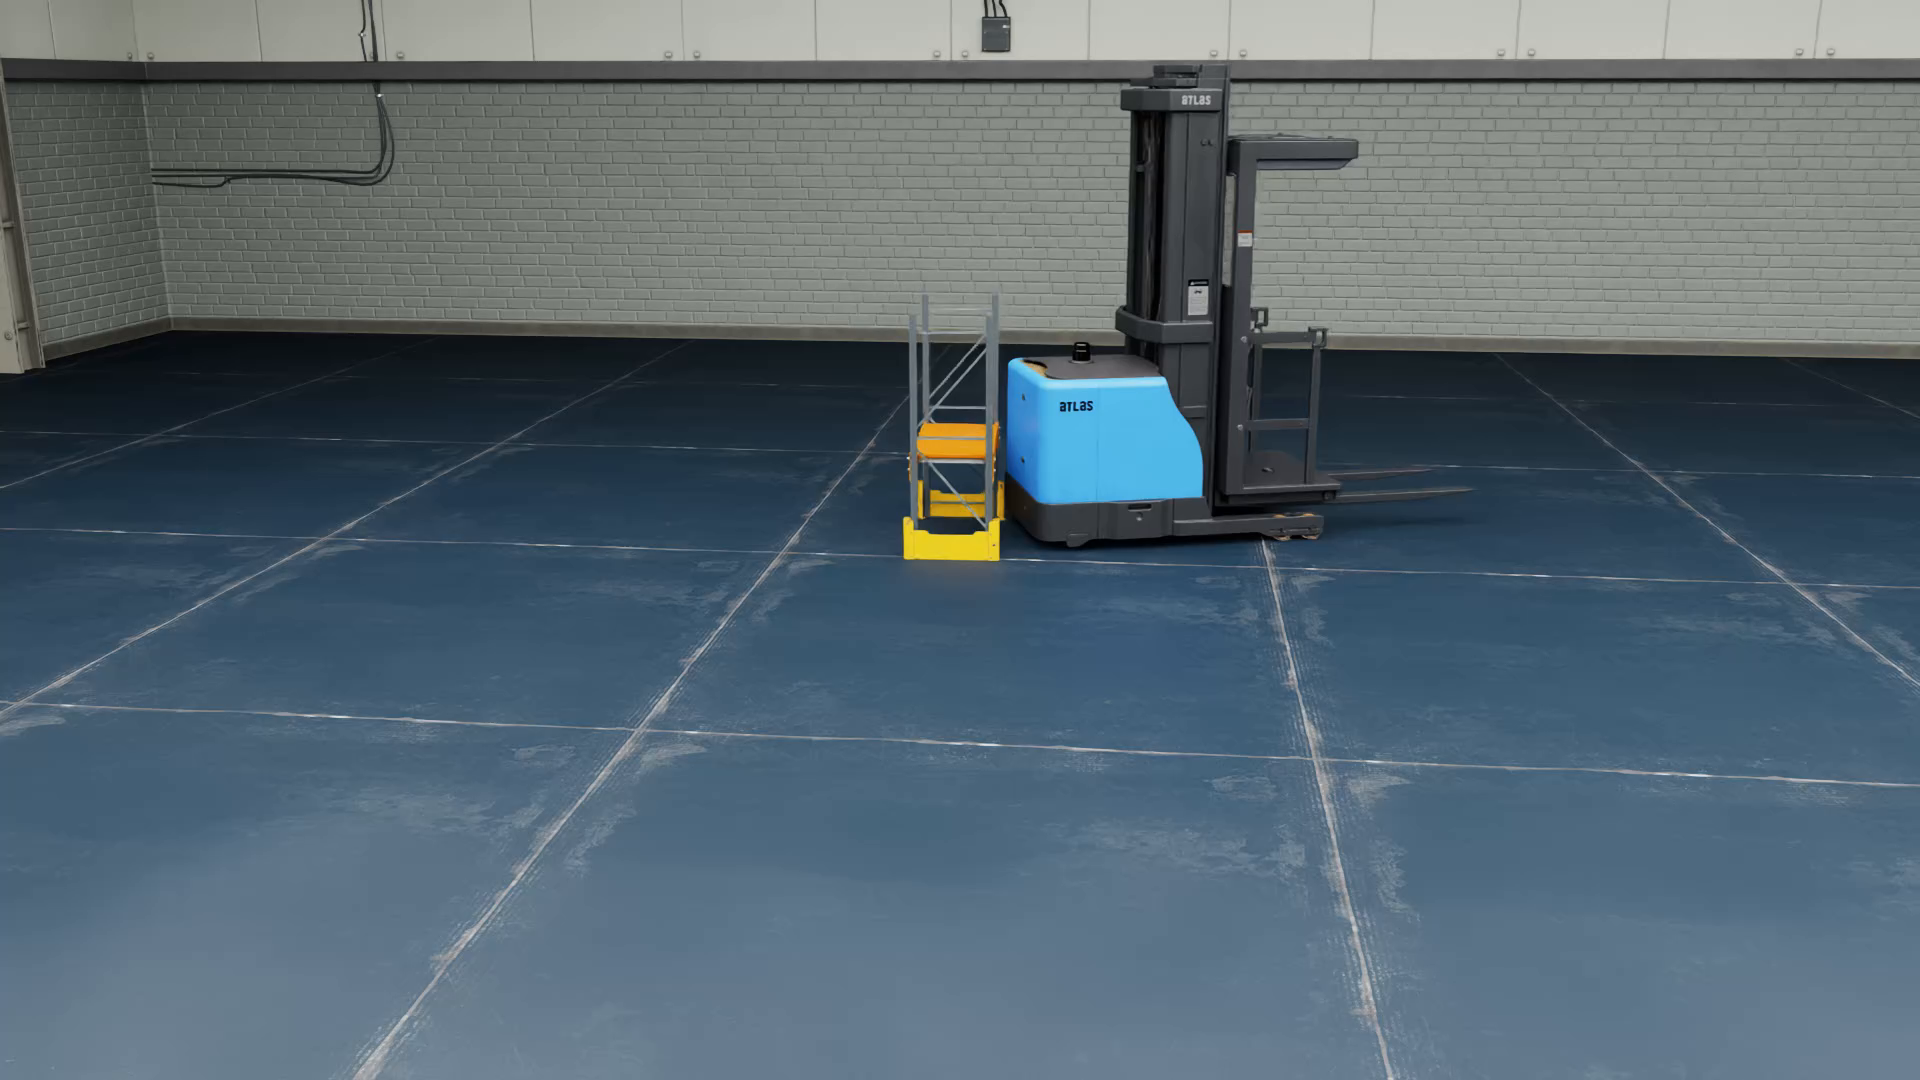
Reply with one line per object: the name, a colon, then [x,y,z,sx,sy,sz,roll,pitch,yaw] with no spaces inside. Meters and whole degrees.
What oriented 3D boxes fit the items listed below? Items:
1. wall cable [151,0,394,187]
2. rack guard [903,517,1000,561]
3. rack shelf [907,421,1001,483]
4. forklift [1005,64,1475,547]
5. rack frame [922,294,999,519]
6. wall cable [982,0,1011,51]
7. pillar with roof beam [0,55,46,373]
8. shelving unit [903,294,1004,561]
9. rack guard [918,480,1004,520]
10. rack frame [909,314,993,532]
wall cable: [-8.046,-5.323,19.055,3.097,2.526,0.112,2,15,6]
rack guard: [-0.052,-0.007,10.208,0.587,0.250,0.087,1,15,3]
rack shelf: [-0.025,-0.569,10.581,0.538,0.185,1.000,1,15,3]
forklift: [1.871,-1.541,10.744,3.031,2.935,1.130,-3,15,-11]
rack frame: [0.003,-0.875,11.024,0.500,1.500,0.032,1,15,3]
wall cable: [1.385,-8.179,17.156,2.305,6.003,0.169,2,15,6]
pillar with roof beam: [-5.415,-5.970,15.499,9.100,9.000,0.400,2,15,6]
shelving unit: [-0.025,-0.740,10.525,0.587,1.500,1.083,1,15,3]
rack guard: [0.002,-0.266,11.168,0.587,0.250,0.087,1,15,3]
rack frame: [-0.052,-0.610,10.044,0.500,1.500,0.032,1,15,3]
